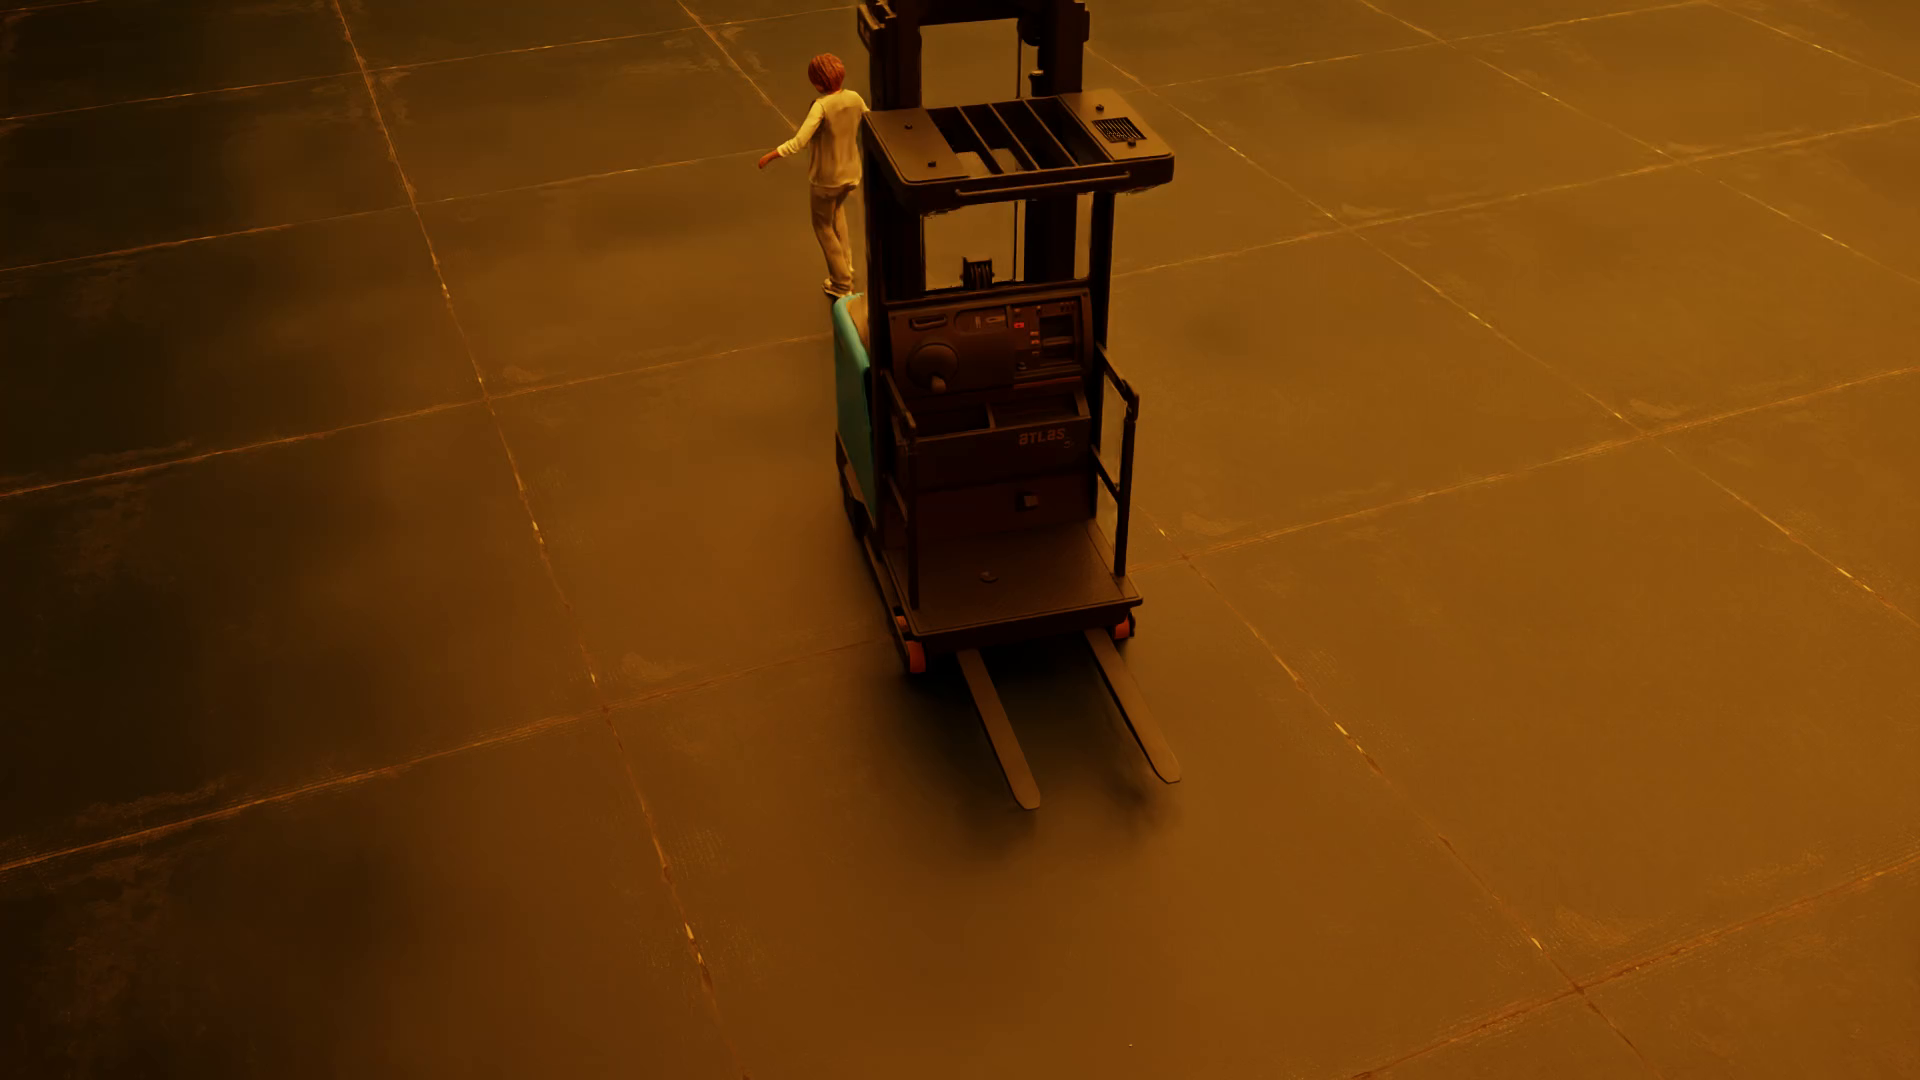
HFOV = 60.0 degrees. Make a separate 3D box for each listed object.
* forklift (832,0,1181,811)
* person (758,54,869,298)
[{"bbox_3d":[0.199,-0.820,7.251,1.130,2.935,3.031,-9,36,-12],"label":"forklift"},{"bbox_3d":[-0.822,-2.292,10.529,0.810,1.615,0.457,-26,43,-32],"label":"person"}]
